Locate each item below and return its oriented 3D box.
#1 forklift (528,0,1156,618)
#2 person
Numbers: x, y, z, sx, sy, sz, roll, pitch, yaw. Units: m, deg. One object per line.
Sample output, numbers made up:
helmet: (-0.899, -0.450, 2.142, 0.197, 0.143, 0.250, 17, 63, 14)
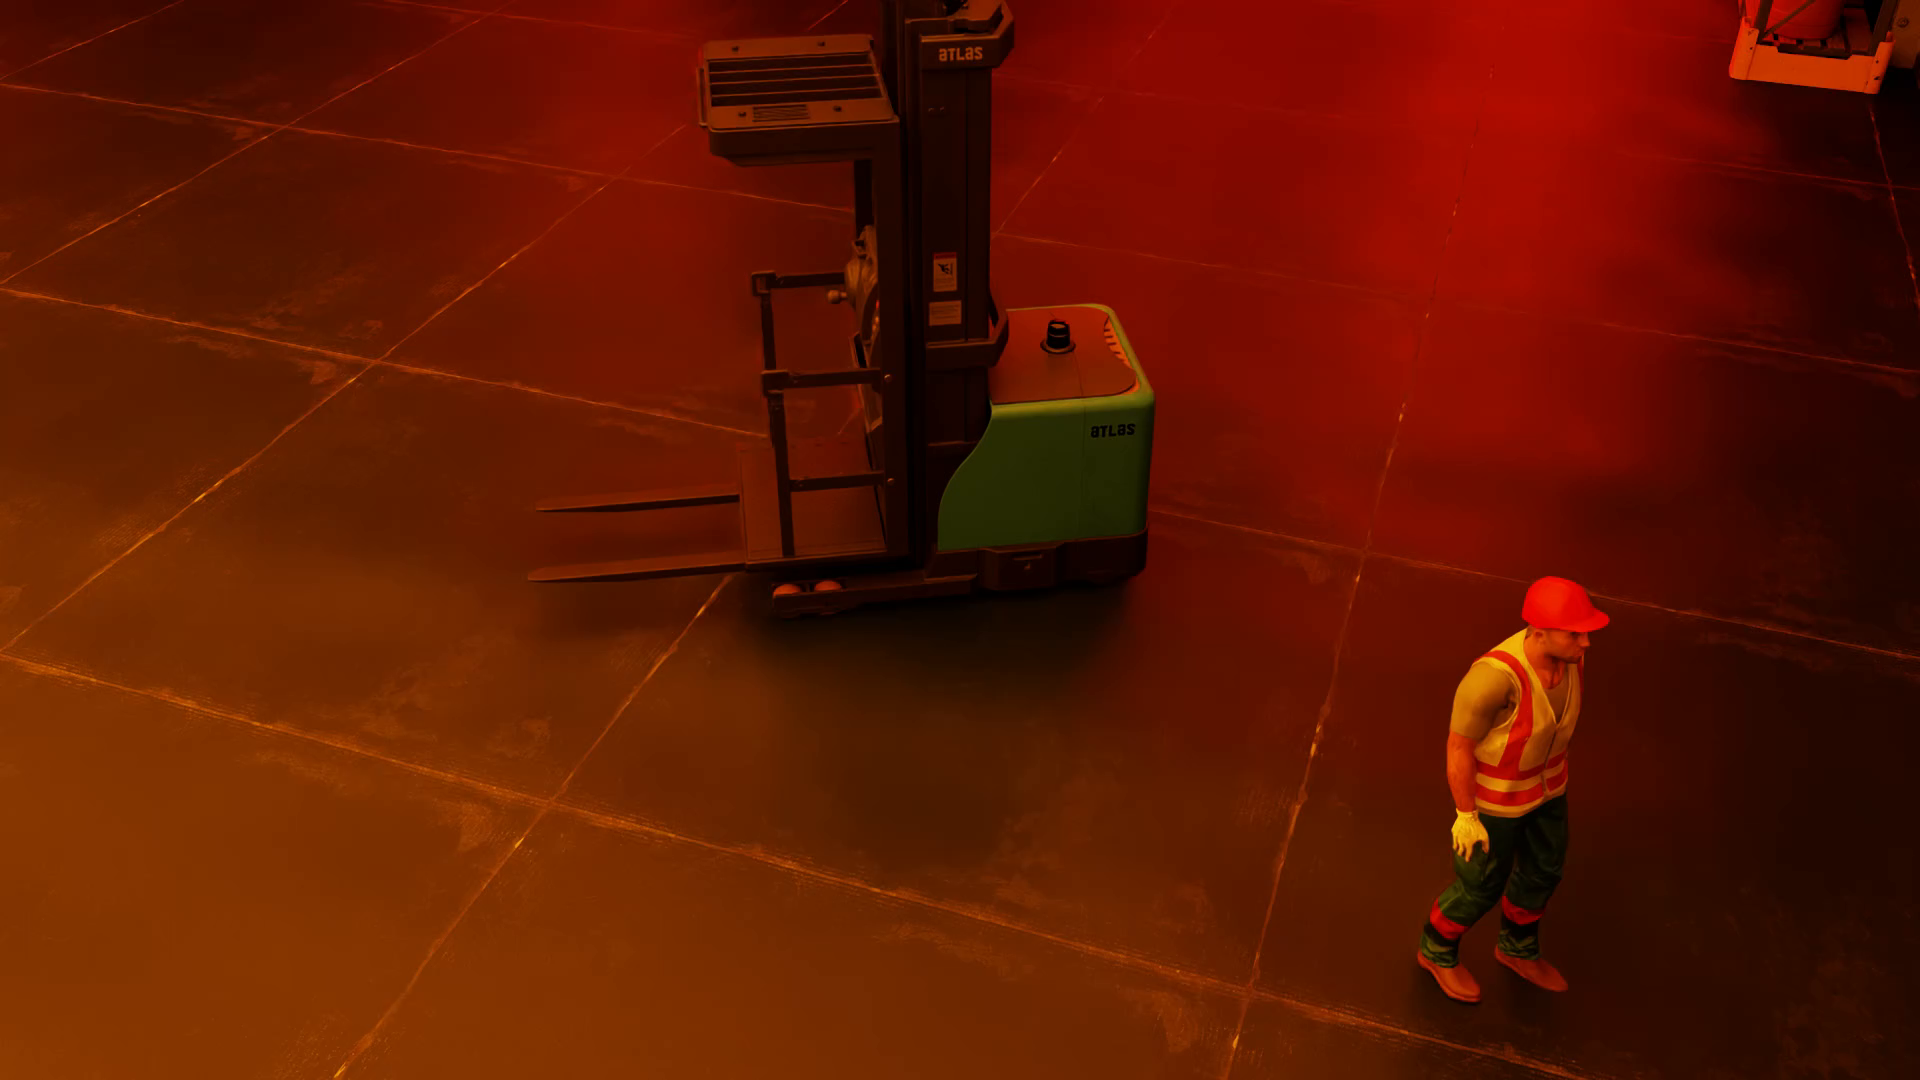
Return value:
forklift: (-0.629, -1.142, 7.721, 3.031, 2.935, 1.130, -5, 36, -7)
person: (1.977, 0.926, 5.822, 0.631, 1.811, 0.500, -20, 40, -26)
